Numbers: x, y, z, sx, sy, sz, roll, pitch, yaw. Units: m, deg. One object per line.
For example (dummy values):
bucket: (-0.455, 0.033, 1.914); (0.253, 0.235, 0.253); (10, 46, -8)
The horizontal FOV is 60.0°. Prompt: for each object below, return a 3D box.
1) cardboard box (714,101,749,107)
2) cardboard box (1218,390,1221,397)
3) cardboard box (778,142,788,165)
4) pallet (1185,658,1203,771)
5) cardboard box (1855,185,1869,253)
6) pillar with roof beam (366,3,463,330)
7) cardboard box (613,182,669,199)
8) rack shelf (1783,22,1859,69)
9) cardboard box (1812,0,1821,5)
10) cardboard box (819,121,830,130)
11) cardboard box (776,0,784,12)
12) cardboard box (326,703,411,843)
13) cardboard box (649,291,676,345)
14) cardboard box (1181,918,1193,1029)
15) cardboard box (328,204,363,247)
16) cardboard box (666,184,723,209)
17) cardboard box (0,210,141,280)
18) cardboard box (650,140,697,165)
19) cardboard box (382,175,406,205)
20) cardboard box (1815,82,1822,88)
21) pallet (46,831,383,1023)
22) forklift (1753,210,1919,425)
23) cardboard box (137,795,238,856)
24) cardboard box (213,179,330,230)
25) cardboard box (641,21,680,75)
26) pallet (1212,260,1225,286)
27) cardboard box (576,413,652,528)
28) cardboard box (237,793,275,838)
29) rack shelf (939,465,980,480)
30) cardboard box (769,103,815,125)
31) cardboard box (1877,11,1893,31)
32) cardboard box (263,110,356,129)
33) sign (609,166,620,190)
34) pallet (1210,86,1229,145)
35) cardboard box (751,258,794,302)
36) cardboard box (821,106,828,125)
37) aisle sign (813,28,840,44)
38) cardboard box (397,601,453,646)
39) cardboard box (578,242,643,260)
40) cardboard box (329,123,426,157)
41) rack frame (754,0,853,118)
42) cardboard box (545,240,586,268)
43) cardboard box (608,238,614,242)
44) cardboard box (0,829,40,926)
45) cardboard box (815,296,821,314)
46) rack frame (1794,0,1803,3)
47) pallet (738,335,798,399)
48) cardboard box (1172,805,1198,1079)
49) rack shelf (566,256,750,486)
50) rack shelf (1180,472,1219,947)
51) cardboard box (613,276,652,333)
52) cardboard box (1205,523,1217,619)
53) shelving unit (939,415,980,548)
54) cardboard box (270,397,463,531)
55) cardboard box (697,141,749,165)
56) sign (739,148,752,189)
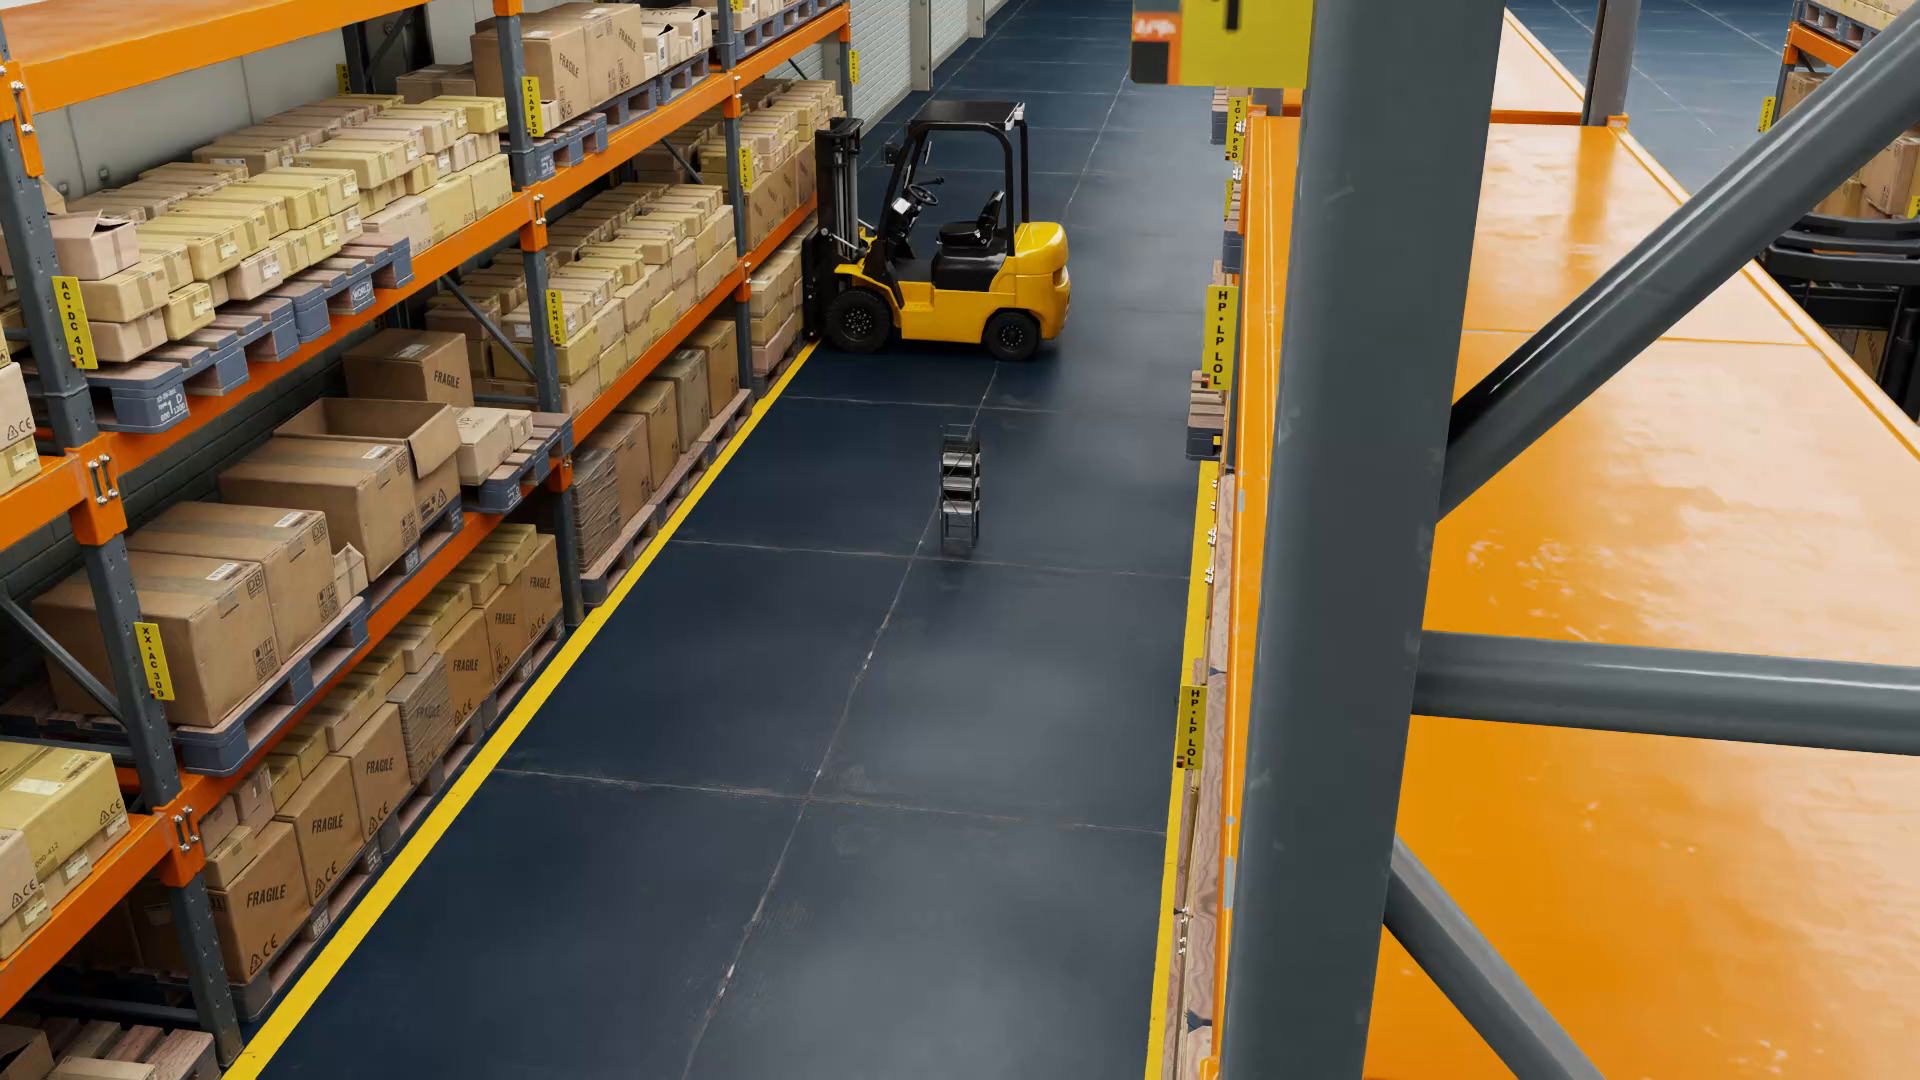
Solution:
cardboard box: (-2.194, -4.015, 15.601); (0.380, 0.149, 0.250); (3, 25, 7)
cardboard box: (1.772, -0.970, 10.130); (0.380, 0.149, 0.250); (4, 25, 8)
cardboard box: (-1.738, -3.411, 14.661); (0.380, 0.149, 0.250); (4, 25, 8)
pallet: (1.778, 1.072, 9.254); (1.003, 0.211, 1.213); (4, 25, 9)
cardboard box: (7.855, -2.560, 13.547); (0.875, 0.550, 0.550); (4, 25, 9)
pillar with roof beam: (0.654, -3.884, 9.477); (9.100, 9.000, 0.400); (4, 25, 9)
cardboard box: (-2.532, -2.737, 13.221); (0.380, 0.149, 0.250); (3, 25, 7)
rack shelf: (7.861, -3.756, 13.592); (1.077, 0.370, 4.000); (4, 25, 9)
cardboard box: (7.775, -4.813, 14.682); (0.380, 0.149, 0.250); (4, 25, 9)
cardboard box: (-1.525, -3.808, 16.274); (0.500, 0.500, 0.500); (5, 26, 10)
cardboard box: (-1.721, -4.663, 14.225); (0.396, 0.266, 0.258); (3, 25, 7)
cardboard box: (-3.106, 1.139, 8.276); (0.500, 0.500, 0.500); (3, 25, 7)
cardboard box: (-2.352, -1.601, 11.853); (0.500, 0.250, 0.500); (5, 26, 10)
cardboard box: (0.906, 1.501, 4.931); (0.500, 0.500, 0.500); (4, 25, 9)
cardboard box: (-2.903, -1.407, 7.406); (0.380, 0.149, 0.250); (5, 25, 10)
cardboard box: (-2.100, -2.711, 13.165); (0.380, 0.149, 0.250); (5, 26, 10)
cardboard box: (-3.177, -1.089, 5.887); (0.396, 0.266, 0.258); (4, 25, 8)
cardboard box: (-2.427, -3.261, 13.988); (0.380, 0.149, 0.250); (3, 25, 7)
cardboard box: (-2.955, -1.741, 8.143); (0.380, 0.149, 0.250); (4, 25, 9)
cardboard box: (8.090, -3.728, 14.770); (0.875, 0.550, 0.550); (4, 25, 9)
pallet: (-3.475, 1.736, 7.837); (1.003, 0.211, 1.213); (4, 25, 9)
forklift: (4.657, -0.517, 9.442); (1.130, 2.935, 3.031); (5, 26, 11)
cardboard box: (-3.309, 1.193, 7.044); (0.380, 0.149, 0.250); (4, 25, 8)
cardboard box: (-2.946, -1.438, 7.121); (0.380, 0.149, 0.250); (4, 25, 9)
cardboard box: (-2.266, -3.443, 11.566); (0.500, 0.311, 0.500); (3, 25, 7)
pallet: (2.366, -1.792, 12.310); (1.003, 0.211, 1.213); (4, 25, 9)
cardboard box: (-2.702, -0.506, 11.642); (0.875, 0.625, 0.625); (5, 26, 10)
cardboard box: (-3.280, 1.211, 7.357); (0.380, 0.149, 0.250); (3, 25, 7)
rack shelf: (-0.001, -0.455, 11.572); (0.258, 0.077, 0.200); (4, 25, 9)
cardboard box: (-1.570, -3.972, 15.507); (0.380, 0.149, 0.250); (5, 25, 10)
cardboard box: (7.485, -4.075, 13.106); (0.380, 0.149, 0.250); (4, 25, 8)
cardboard box: (-3.359, -2.121, 8.605); (0.380, 0.149, 0.250); (4, 25, 8)
sign: (-2.811, -2.996, 13.542); (0.100, 0.325, 0.005); (4, 25, 9)
pallet: (2.262, -2.777, 10.871); (1.213, 0.211, 1.003); (4, 25, 9)
cardboard box: (-1.781, -2.322, 14.785); (0.500, 0.250, 0.500); (4, 25, 9)
cardboard box: (-1.505, -4.165, 16.270); (0.380, 0.149, 0.250); (4, 25, 10)
aisle sign: (-1.309, -5.388, 16.700); (0.394, 0.787, 0.004); (4, 25, 9)
cardboard box: (-2.976, 0.450, 8.983); (0.380, 0.149, 0.250); (4, 25, 8)
cardboard box: (-2.426, -1.965, 11.572); (0.380, 0.149, 0.250); (4, 25, 9)
cardboard box: (-2.905, -1.978, 8.299); (0.380, 0.149, 0.250); (4, 25, 8)
rack frame: (-1.609, -4.203, 17.236); (1.000, 3.000, 0.127); (4, 25, 9)
cardboard box: (-2.831, -1.990, 11.624); (0.380, 0.149, 0.250); (5, 25, 10)
cardboard box: (-2.786, -2.071, 12.267); (0.500, 0.250, 0.500); (3, 25, 7)
cardboard box: (-3.480, 1.189, 5.541); (0.500, 0.250, 0.500); (4, 25, 9)
cardboard box: (-1.619, -2.295, 15.907); (0.500, 0.250, 0.500); (5, 26, 10)
rack frame: (8.188, -6.277, 14.590); (1.000, 3.000, 0.127); (4, 25, 9)
pallet: (-2.092, -1.597, 14.957); (1.003, 0.211, 1.213); (4, 25, 9)
cardboard box: (1.349, 1.665, 6.709); (0.875, 0.875, 0.875); (5, 26, 10)
rack shelf: (-2.590, -1.368, 12.027); (1.077, 0.370, 4.000); (4, 25, 9)
rack shelf: (1.654, 0.647, 7.722); (1.077, 0.370, 4.000); (4, 25, 9)
cardboard box: (-2.417, -1.611, 11.286); (0.500, 0.250, 0.500); (3, 25, 7)
cardboard box: (1.379, 0.156, 7.509); (0.500, 0.250, 0.500); (4, 25, 9)
shelving unit: (-0.001, -0.404, 11.596); (0.258, 0.900, 0.210); (4, 25, 9)
cardboard box: (-3.001, -0.399, 8.491); (0.797, 0.503, 0.637); (3, 25, 7)
cardboard box: (-1.982, -3.234, 13.931); (0.380, 0.149, 0.250); (4, 25, 9)
sign: (-1.726, -2.985, 13.361); (0.100, 0.325, 0.005); (4, 25, 9)
